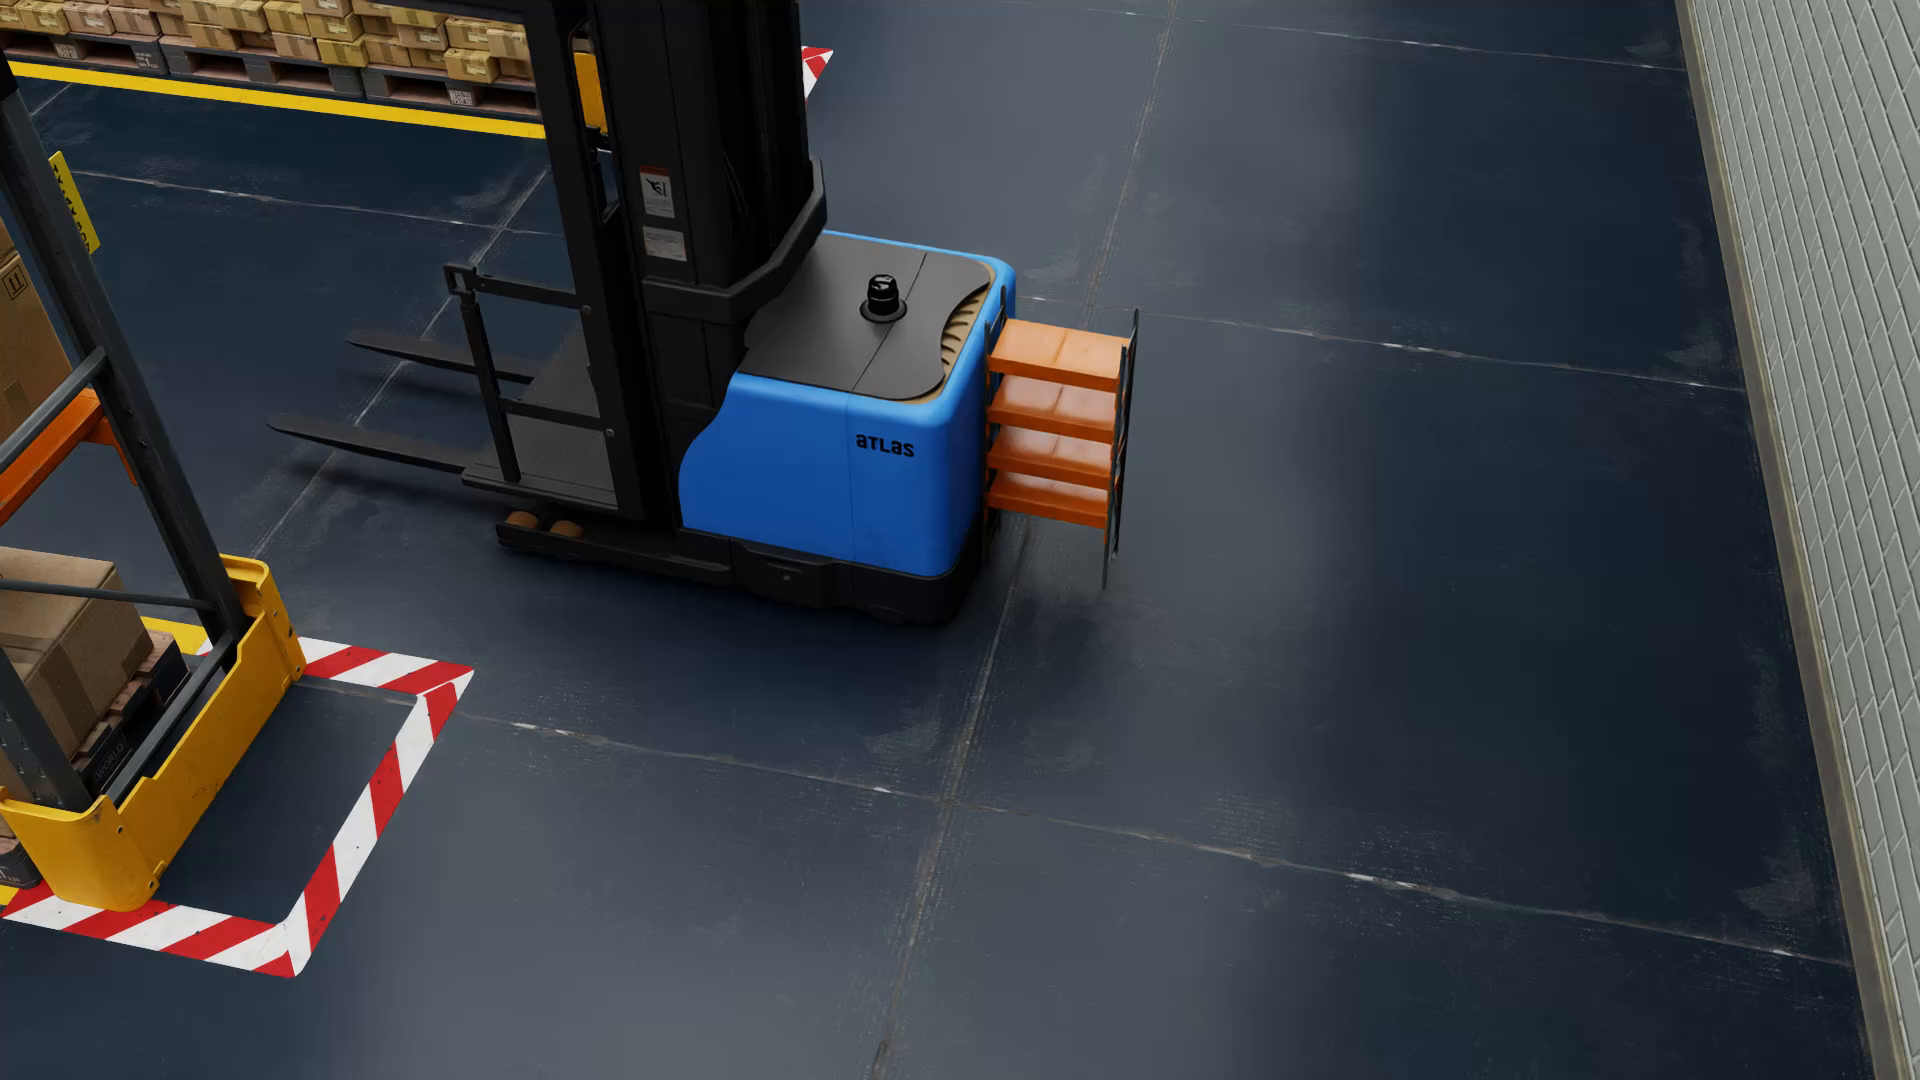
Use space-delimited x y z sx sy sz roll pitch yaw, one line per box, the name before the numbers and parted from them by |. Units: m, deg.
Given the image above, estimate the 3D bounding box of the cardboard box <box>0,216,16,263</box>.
cardboard box | -3.170 -0.932 4.762 0.500 0.500 0.500 8 44 8

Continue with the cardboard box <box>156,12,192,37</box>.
cardboard box | -4.358 -3.028 9.486 0.250 0.149 0.380 7 44 7

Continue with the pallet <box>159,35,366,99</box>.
pallet | -3.828 -2.975 9.689 1.213 0.211 1.003 9 45 9

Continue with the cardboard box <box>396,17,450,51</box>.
cardboard box | -2.867 -2.831 9.067 0.250 0.149 0.380 7 44 7

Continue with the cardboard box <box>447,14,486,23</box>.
cardboard box | -2.586 -2.960 8.986 0.250 0.149 0.380 10 45 10

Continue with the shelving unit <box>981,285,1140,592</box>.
shelving unit | 0.361 -0.357 6.255 0.503 1.200 0.258 11 45 12

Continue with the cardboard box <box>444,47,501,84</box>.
cardboard box | -2.614 -2.669 9.112 0.250 0.149 0.380 10 45 10

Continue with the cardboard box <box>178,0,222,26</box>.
cardboard box | -4.131 -3.029 9.273 0.250 0.149 0.380 9 45 9

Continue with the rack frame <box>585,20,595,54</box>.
rack frame | -1.782 -3.635 8.364 0.127 3.000 1.000 9 45 9

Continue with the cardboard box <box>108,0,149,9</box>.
cardboard box | -4.626 -3.168 9.417 0.250 0.149 0.380 7 44 7

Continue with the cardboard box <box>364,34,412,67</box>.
cardboard box | -3.097 -2.795 9.244 0.250 0.149 0.380 9 45 9

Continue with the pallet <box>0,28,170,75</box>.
pallet | -5.022 -3.159 9.880 1.213 0.211 1.003 9 45 9

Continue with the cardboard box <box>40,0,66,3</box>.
cardboard box | -5.135 -3.223 9.474 0.250 0.149 0.380 9 45 9

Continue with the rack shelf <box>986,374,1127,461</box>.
rack shelf | 0.361 -0.469 6.147 0.480 0.148 0.258 11 45 12

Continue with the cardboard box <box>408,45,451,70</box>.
cardboard box | -2.853 -2.767 9.215 0.250 0.149 0.380 9 45 9

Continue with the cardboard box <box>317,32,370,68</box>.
cardboard box | -3.359 -2.792 9.240 0.250 0.149 0.380 7 44 7

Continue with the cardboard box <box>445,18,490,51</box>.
cardboard box | -2.602 -2.830 9.065 0.250 0.149 0.380 8 44 8

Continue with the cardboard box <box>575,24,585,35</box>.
cardboard box | -2.223 -3.056 9.515 0.250 0.149 0.380 10 45 10

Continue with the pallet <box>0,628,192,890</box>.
pallet | -3.561 0.666 5.906 1.213 0.211 1.003 9 45 9

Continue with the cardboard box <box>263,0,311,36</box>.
cardboard box | -3.621 -2.952 9.193 0.250 0.149 0.380 11 45 11

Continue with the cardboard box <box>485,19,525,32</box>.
cardboard box | -2.354 -2.883 8.906 0.250 0.149 0.380 9 45 10

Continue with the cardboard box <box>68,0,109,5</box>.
cardboard box | -4.889 -3.211 9.461 0.250 0.149 0.380 9 45 9

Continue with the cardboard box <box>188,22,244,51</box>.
cardboard box | -4.125 -2.924 9.378 0.250 0.149 0.380 8 44 8

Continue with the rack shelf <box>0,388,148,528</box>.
rack shelf | -4.716 -0.314 5.432 4.000 0.370 1.077 9 45 9

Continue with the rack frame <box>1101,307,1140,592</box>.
rack frame | 0.595 -0.309 6.206 0.015 1.200 0.240 11 45 12

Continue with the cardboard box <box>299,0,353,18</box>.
cardboard box | -3.380 -2.998 9.026 0.250 0.149 0.380 10 45 11

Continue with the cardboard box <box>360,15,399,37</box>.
cardboard box | -3.106 -2.941 9.181 0.250 0.149 0.380 8 45 9

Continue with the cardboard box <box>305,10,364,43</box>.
cardboard box | -3.375 -2.901 9.139 0.250 0.149 0.380 9 45 10

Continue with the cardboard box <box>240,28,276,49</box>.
cardboard box | -3.852 -2.936 9.390 0.250 0.149 0.380 10 45 10

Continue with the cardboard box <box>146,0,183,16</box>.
cardboard box | -4.363 -3.111 9.357 0.250 0.149 0.380 11 45 11

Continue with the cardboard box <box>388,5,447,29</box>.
cardboard box | -2.867 -2.913 8.937 0.250 0.149 0.380 8 44 8

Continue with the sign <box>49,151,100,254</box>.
sign | -2.637 -0.985 4.929 0.005 0.325 0.100 9 45 9

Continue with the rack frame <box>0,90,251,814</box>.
rack frame | -2.764 -0.270 4.868 0.127 3.000 1.000 9 45 9

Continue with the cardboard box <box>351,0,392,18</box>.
cardboard box | -3.106 -2.995 9.022 0.250 0.149 0.380 7 44 7

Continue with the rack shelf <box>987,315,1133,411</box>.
rack shelf | 0.361 -0.640 5.983 0.480 0.148 0.258 11 45 12

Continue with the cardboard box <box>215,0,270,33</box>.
cardboard box | -3.896 -2.975 9.216 0.250 0.149 0.380 9 45 9

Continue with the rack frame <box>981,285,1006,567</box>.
rack frame | 0.126 -0.404 6.304 0.015 1.200 0.240 11 45 12

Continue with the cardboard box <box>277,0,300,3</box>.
cardboard box | -3.613 -3.113 9.145 0.250 0.149 0.380 7 44 8

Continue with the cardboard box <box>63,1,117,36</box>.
cardboard box | -4.886 -3.050 9.509 0.250 0.149 0.380 9 45 9

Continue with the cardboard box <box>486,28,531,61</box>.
cardboard box | -2.359 -2.754 8.986 0.250 0.149 0.380 8 44 8

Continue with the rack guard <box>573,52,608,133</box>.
rack guard | -1.856 -2.746 9.243 0.348 0.500 1.175 9 45 9

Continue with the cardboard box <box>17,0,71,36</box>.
cardboard box | -5.140 -3.052 9.511 0.250 0.149 0.380 10 45 10

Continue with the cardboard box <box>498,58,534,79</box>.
cardboard box | -2.341 -2.698 9.143 0.250 0.149 0.380 10 45 10

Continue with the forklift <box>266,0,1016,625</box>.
forklift | -1.349 -1.310 5.997 3.031 2.935 1.130 11 45 12

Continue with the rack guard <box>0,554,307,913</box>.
rack guard | -2.741 0.634 5.731 0.348 0.500 1.175 9 45 9

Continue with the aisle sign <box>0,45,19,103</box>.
aisle sign | -2.631 -1.392 4.159 0.004 0.787 0.394 9 45 9

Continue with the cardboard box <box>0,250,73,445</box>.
cardboard box | -3.170 -0.573 5.110 0.500 0.500 0.500 9 45 9

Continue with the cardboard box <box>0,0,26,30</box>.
cardboard box | -5.400 -3.093 9.553 0.250 0.149 0.380 7 44 7

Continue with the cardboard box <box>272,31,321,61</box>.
cardboard box | -3.622 -2.847 9.297 0.250 0.149 0.380 10 45 10

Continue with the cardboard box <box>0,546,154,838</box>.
cardboard box | -3.430 0.469 5.644 0.875 0.438 0.875 7 44 8

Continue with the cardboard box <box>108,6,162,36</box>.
cardboard box | -4.628 -3.045 9.504 0.250 0.149 0.380 8 44 8

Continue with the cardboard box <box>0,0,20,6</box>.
cardboard box | -5.401 -3.201 9.451 0.250 0.149 0.380 11 45 11

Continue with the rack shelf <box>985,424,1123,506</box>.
rack shelf | 0.361 -0.308 6.302 0.480 0.148 0.258 11 45 12

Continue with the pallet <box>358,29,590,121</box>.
pallet | -2.641 -2.789 9.496 1.213 0.211 1.003 9 45 9

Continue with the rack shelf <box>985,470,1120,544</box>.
rack shelf | 0.361 -0.165 6.440 0.480 0.148 0.258 11 45 12
